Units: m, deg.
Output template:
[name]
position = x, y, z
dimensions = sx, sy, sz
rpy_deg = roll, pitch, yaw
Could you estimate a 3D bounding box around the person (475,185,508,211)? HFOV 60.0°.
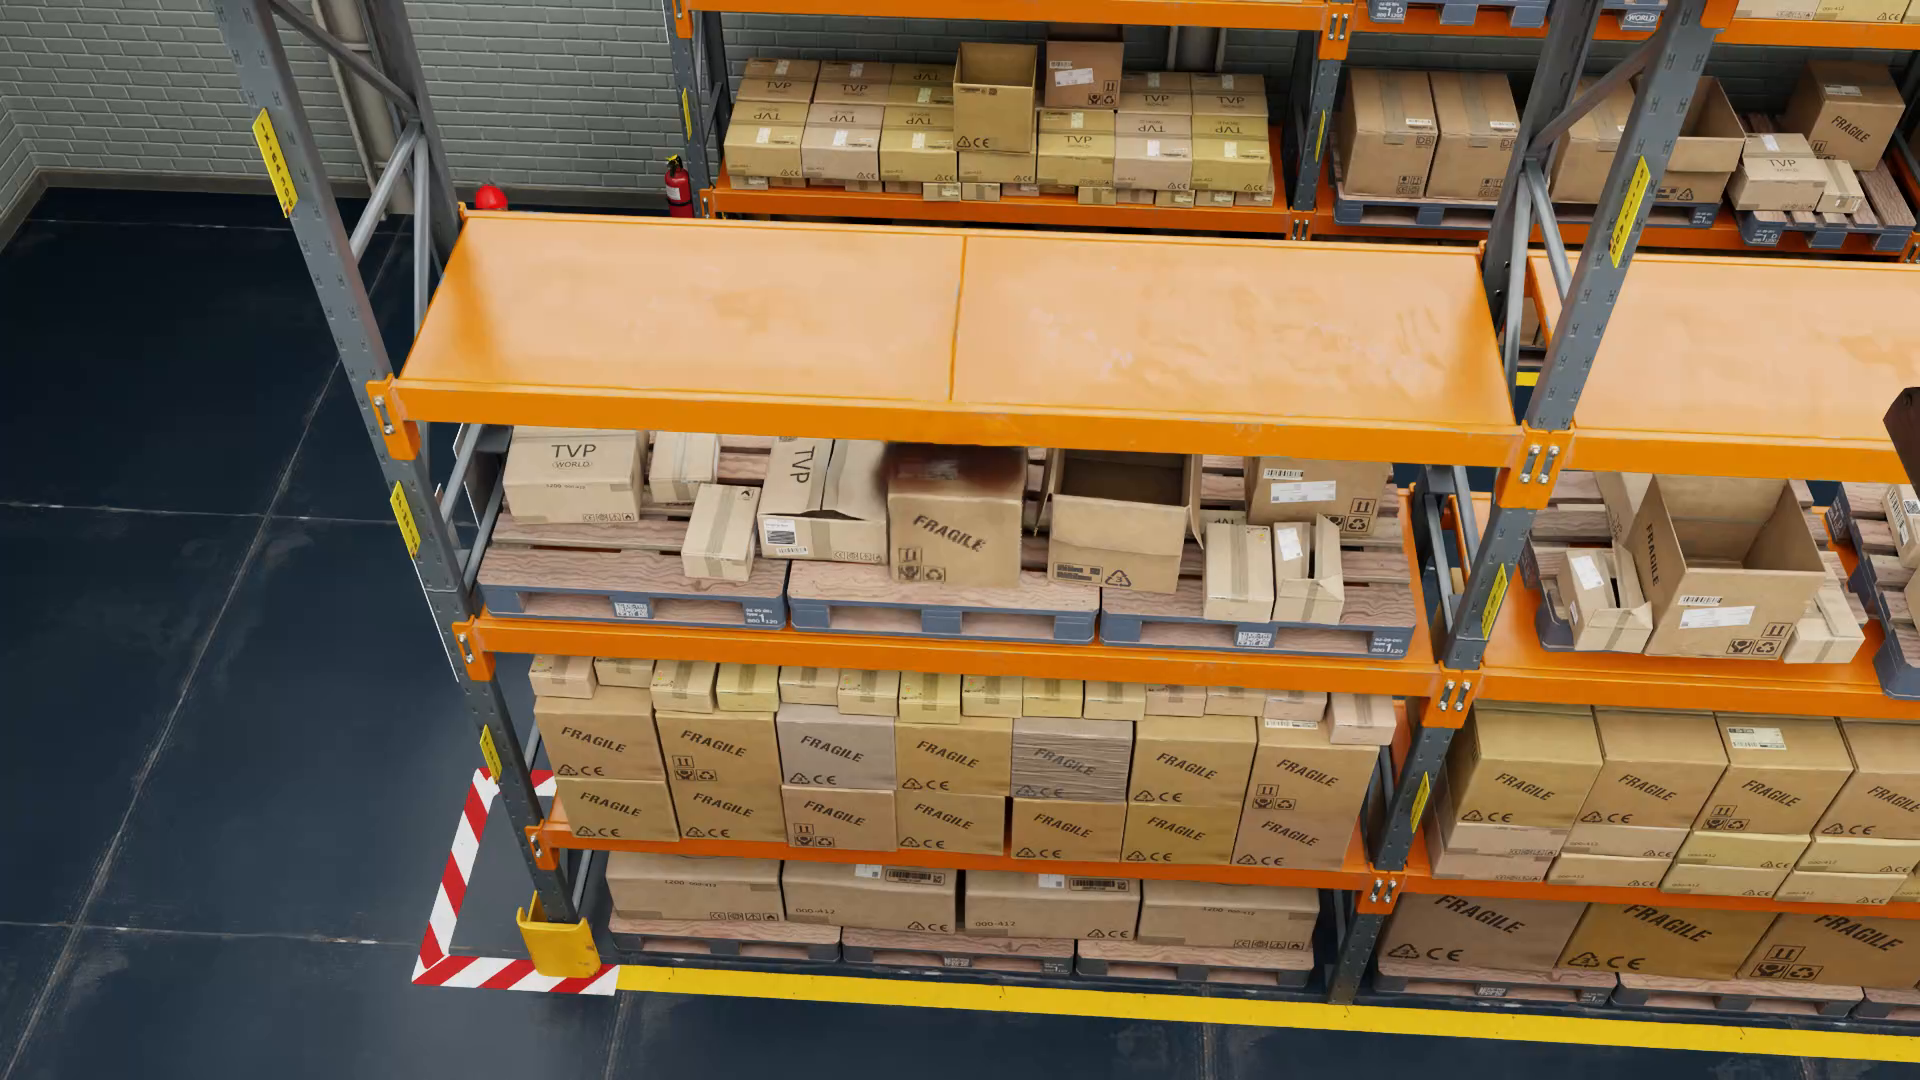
[person]
position = -2.899, -1.600, 10.981
dimensions = 0.565, 1.764, 0.711
rpy_deg = 2, 48, 2
